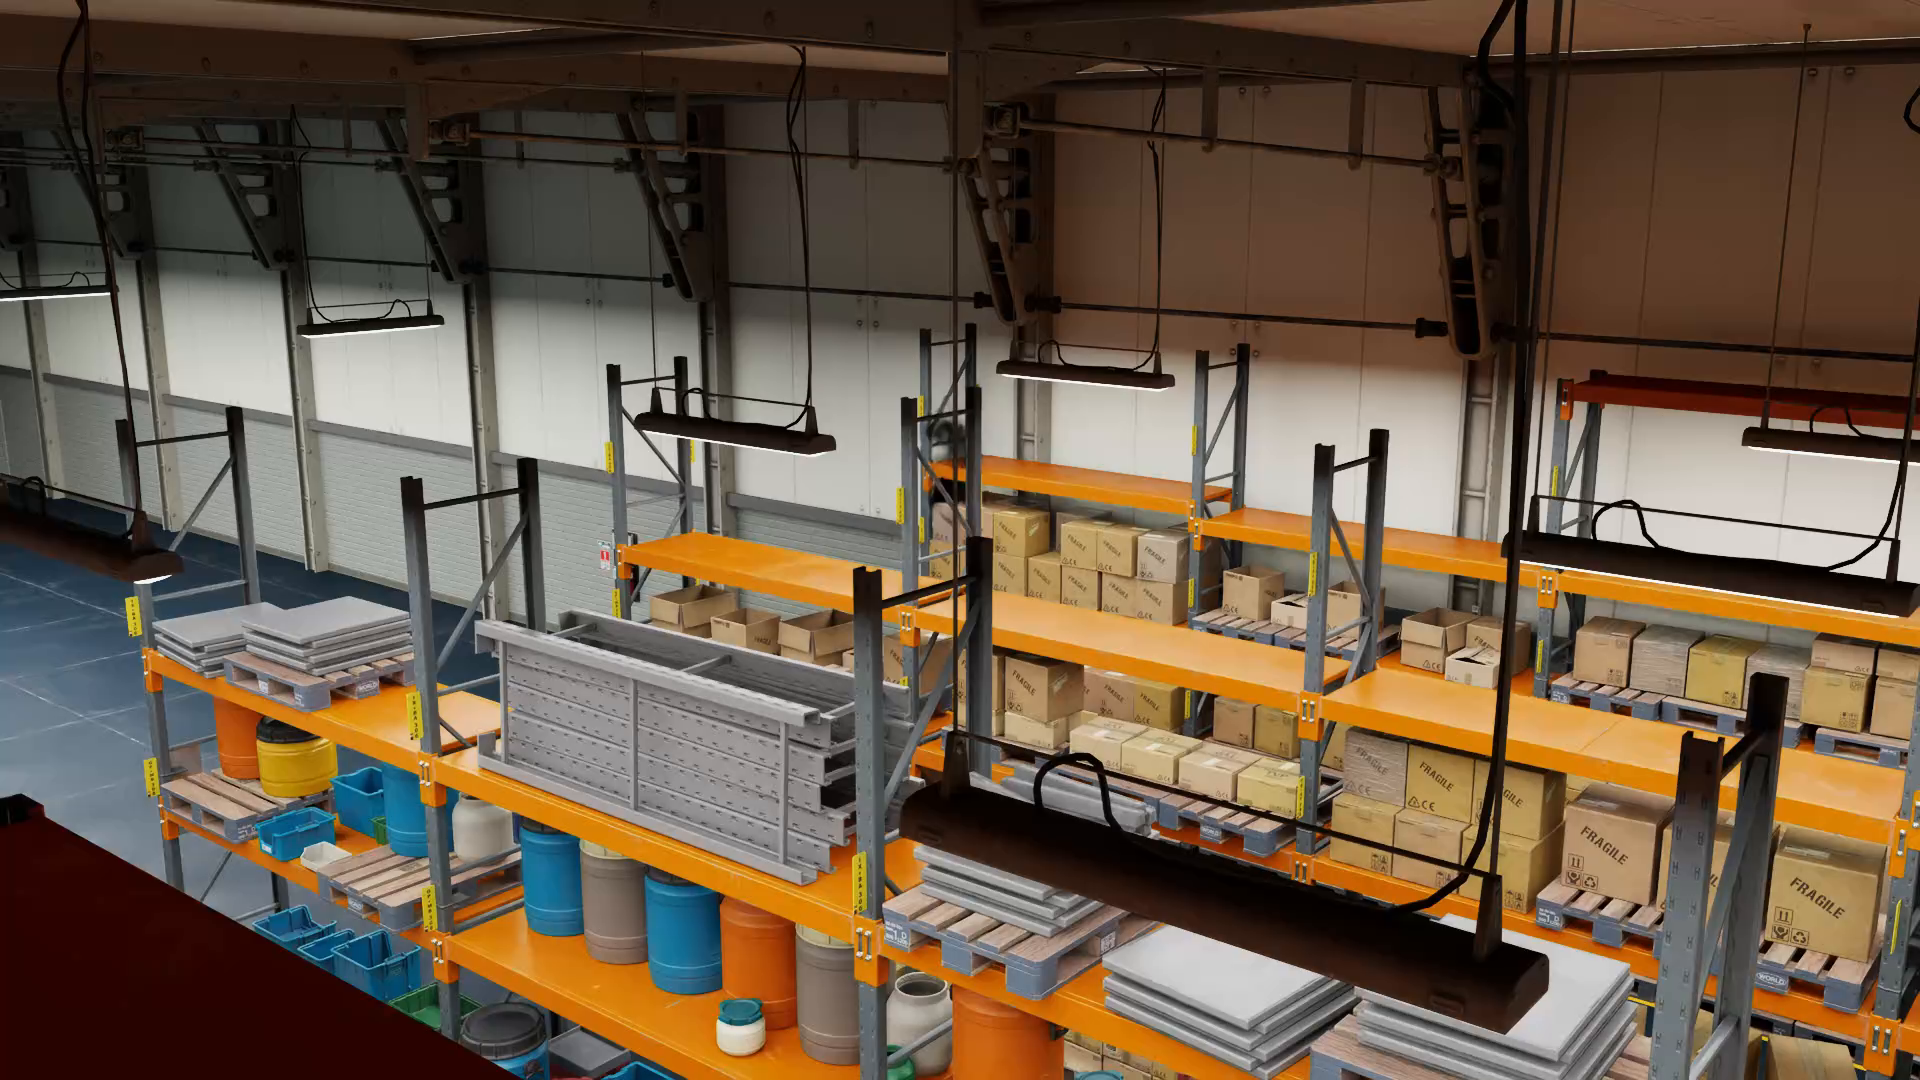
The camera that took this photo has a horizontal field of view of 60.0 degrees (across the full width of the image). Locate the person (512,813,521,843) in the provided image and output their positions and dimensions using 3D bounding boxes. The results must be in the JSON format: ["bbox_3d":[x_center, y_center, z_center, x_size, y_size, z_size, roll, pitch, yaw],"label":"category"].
[{"bbox_3d":[-4.910,3.037,19.286,0.561,1.594,0.622,-5,14,-23],"label":"person"}]
